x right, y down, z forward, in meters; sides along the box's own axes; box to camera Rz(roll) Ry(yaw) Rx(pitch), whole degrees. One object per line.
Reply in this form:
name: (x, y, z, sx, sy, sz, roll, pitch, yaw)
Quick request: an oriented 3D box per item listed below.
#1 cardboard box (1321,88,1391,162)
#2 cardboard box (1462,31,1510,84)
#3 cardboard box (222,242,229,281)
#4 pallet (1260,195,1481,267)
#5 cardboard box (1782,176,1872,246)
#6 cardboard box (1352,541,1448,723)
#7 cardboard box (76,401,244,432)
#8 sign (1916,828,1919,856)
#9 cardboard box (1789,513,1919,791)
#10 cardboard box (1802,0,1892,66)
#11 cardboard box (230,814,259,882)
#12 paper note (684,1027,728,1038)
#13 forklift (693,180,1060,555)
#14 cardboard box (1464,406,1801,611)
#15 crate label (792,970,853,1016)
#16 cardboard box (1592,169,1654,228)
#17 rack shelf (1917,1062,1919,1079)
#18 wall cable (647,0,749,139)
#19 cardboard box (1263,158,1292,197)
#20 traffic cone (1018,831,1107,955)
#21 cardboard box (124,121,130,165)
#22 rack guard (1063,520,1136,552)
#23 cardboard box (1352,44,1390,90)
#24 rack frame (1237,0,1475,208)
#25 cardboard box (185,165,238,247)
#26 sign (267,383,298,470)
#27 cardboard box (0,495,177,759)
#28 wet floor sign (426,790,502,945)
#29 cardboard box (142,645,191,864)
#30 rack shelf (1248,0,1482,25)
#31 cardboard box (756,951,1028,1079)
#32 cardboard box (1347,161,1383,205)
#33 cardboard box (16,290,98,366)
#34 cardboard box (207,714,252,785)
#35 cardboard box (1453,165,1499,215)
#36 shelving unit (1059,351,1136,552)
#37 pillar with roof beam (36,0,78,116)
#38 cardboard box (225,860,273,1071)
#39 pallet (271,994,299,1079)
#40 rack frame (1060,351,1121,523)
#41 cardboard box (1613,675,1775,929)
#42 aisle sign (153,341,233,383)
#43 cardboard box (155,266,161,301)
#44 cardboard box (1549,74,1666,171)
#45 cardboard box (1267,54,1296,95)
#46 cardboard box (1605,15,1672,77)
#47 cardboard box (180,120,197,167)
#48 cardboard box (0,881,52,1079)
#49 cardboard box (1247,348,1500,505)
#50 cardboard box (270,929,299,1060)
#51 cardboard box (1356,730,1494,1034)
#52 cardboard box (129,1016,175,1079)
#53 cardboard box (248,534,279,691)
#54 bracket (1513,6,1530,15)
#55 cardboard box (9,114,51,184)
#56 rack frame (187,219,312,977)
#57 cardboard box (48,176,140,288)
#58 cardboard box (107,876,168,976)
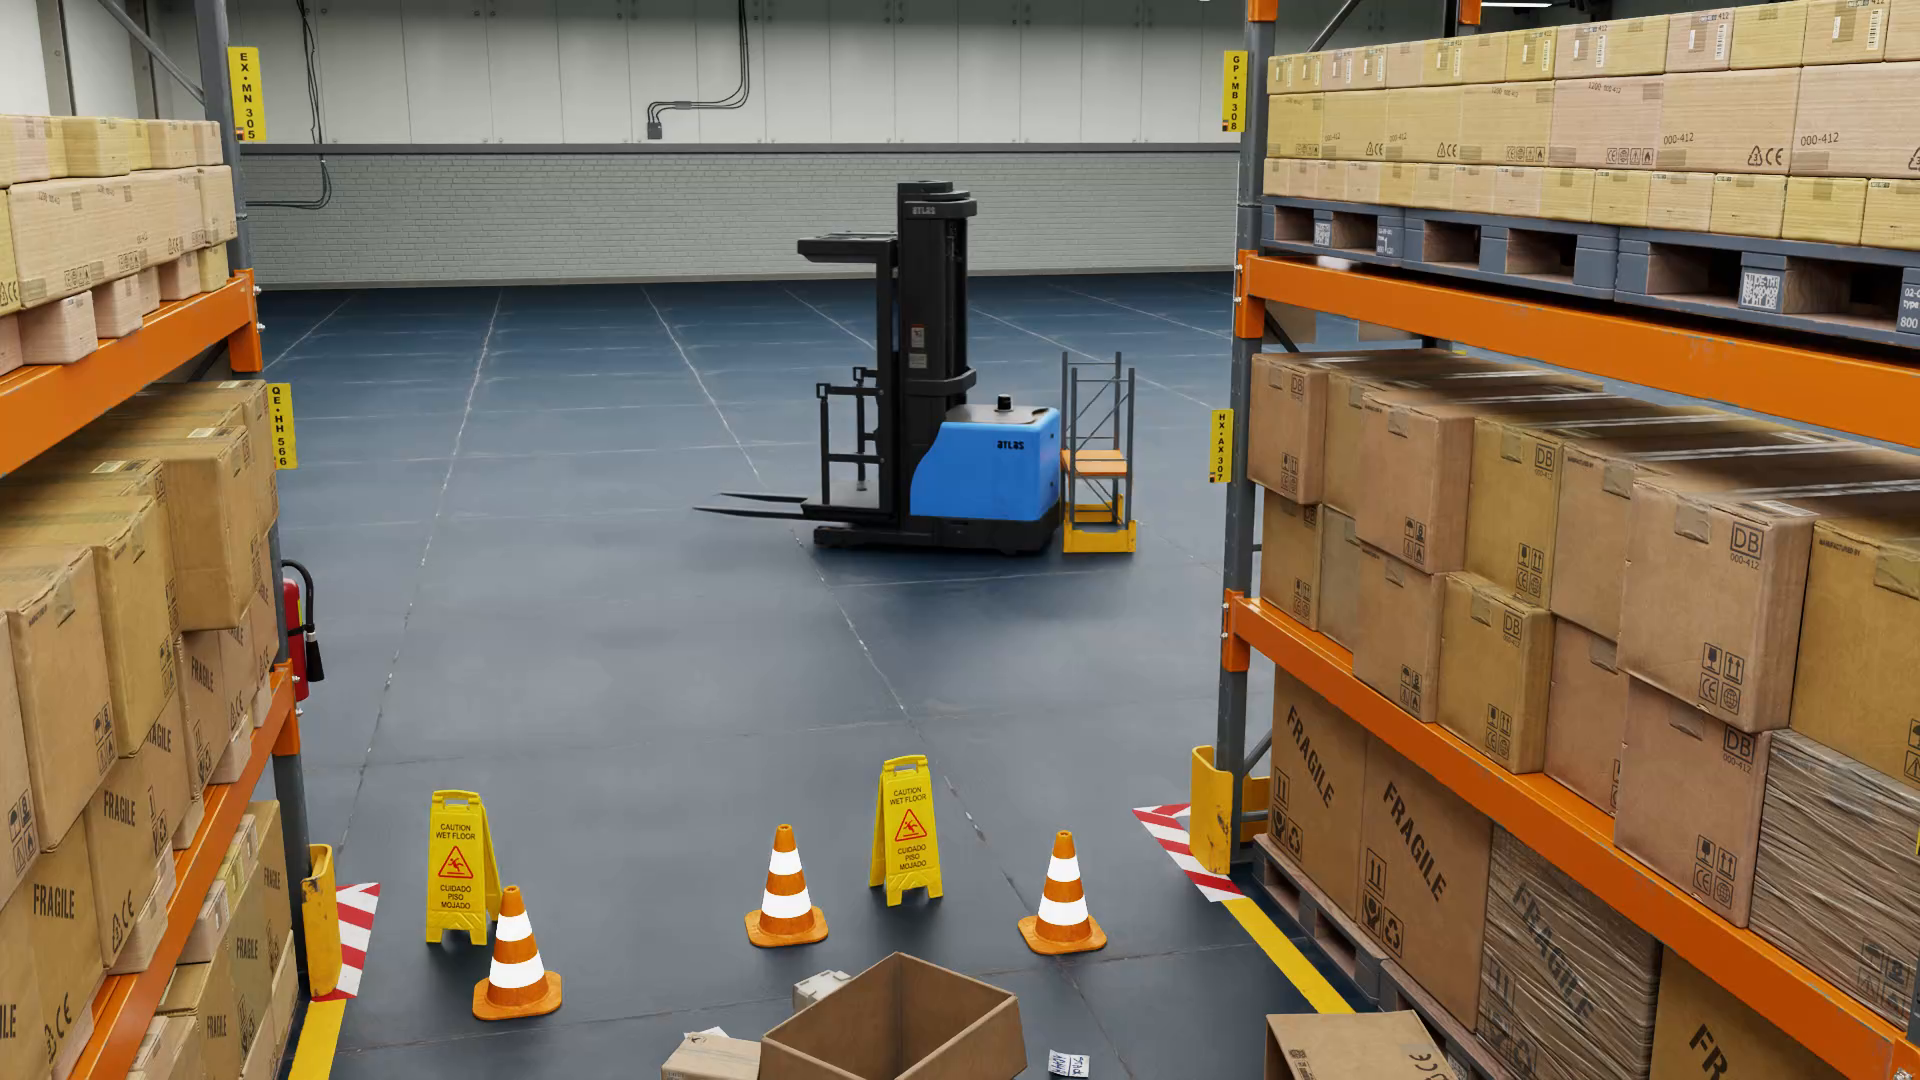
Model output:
cardboard box: (1.673, -1.522, 6.109, 0.500, 0.250, 0.500, -3, 14, -14)
cardboard box: (1.816, -1.511, 5.226, 0.380, 0.149, 0.250, -3, 14, -12)
cardboard box: (-2.743, -0.952, 5.714, 0.380, 0.149, 0.250, -3, 14, -13)
pallet: (1.873, -1.227, 6.494, 1.003, 0.211, 1.213, -3, 14, -13)
cardboard box: (2.173, -0.772, 3.882, 0.380, 0.149, 0.250, -3, 14, -12)
cardboard box: (1.980, 0.289, 6.108, 0.875, 0.550, 0.550, -3, 14, -13)
cardboard box: (-2.655, -0.140, 5.235, 0.700, 0.500, 0.500, -3, 14, -13)
sign: (2.089, 0.512, 3.521, 0.100, 0.325, 0.005, -3, 14, -13)
cardboard box: (2.575, 0.255, 3.971, 0.875, 0.550, 0.550, -3, 14, -13)
cardboard box: (2.173, -1.160, 3.790, 0.380, 0.149, 0.250, -3, 14, -13)
cardboard box: (-2.506, 1.020, 5.395, 0.380, 0.149, 0.250, -3, 14, -12)
paper note: (-0.942, 1.865, 6.227, 0.148, 0.019, 0.142, -9, 16, -33)
forklift: (-0.722, -1.470, 13.767, 3.031, 2.935, 1.130, 3, 14, 13)
cardboard box: (2.208, -0.119, 5.504, 0.875, 0.550, 0.500, -3, 14, -13)
crate label: (-0.500, 1.772, 6.387, 0.250, 0.136, 0.298, -13, 19, -42)
cardboard box: (1.993, -0.949, 4.603, 0.380, 0.149, 0.250, -3, 14, -12)
rack shelf: (3.098, 1.750, 1.958, 1.077, 0.370, 4.000, -3, 14, -13)
wall cable: (-5.856, -11.962, 36.761, 2.305, 6.003, 0.169, -3, 14, -13)
cardboard box: (1.458, -1.474, 6.753, 0.380, 0.149, 0.250, -3, 14, -13)
traffic cone: (0.433, 1.451, 7.014, 0.336, 0.463, 0.334, -3, 14, -13)
cardboard box: (-2.572, -1.107, 4.667, 0.380, 0.149, 0.250, -3, 14, -13)
rack guard: (1.136, -0.032, 13.533, 0.587, 0.250, 0.087, 0, 14, -1)
cardboard box: (1.635, -1.688, 5.950, 0.380, 0.149, 0.250, -3, 14, -13)
rack frame: (1.689, -2.897, 6.826, 1.000, 3.000, 0.127, -3, 14, -13)
cardboard box: (-2.717, -1.110, 5.518, 0.500, 0.250, 0.500, -3, 14, -14)
sign: (-2.555, -0.426, 6.246, 0.100, 0.325, 0.005, -3, 14, -13)
cardboard box: (-2.242, 0.210, 3.803, 0.700, 0.500, 0.500, -4, 14, -14)
wet floor sign: (-2.103, 1.356, 7.016, 0.267, 0.644, 0.232, 2, 14, 6)
cardboard box: (-2.376, 0.582, 4.386, 0.500, 0.500, 0.500, -3, 14, -13)
rack shelf: (2.159, -1.892, 5.070, 1.077, 0.370, 4.000, -3, 14, -13)
cardboard box: (-0.226, 1.793, 5.529, 0.637, 0.503, 0.797, 10, 17, 35)
cardboard box: (1.637, -1.299, 6.037, 0.380, 0.149, 0.250, -3, 14, -13)
cardboard box: (-2.212, -0.484, 3.798, 0.380, 0.149, 0.250, -4, 14, -14)
cardboard box: (-2.507, 0.683, 5.342, 0.380, 0.149, 0.250, -3, 14, -12)
cardboard box: (1.815, -1.124, 5.321, 0.380, 0.149, 0.250, -3, 14, -13)
shelving unit: (1.131, -0.758, 13.868, 0.587, 1.500, 1.083, 0, 14, -1)
pillar with roof beam: (-10.087, -7.886, 27.247, 9.100, 9.000, 0.400, -3, 14, -13)
cardboard box: (-2.531, 1.374, 5.312, 0.500, 0.500, 0.500, -3, 14, -11)
pallet: (-2.925, 1.878, 5.797, 1.003, 0.211, 1.213, -3, 14, -13)
rack frame: (1.125, -0.881, 14.371, 0.500, 1.500, 0.032, 0, 14, -1)
cardboard box: (2.379, 0.657, 4.603, 0.875, 0.550, 0.550, -3, 14, -13)
aisle sign: (-2.832, -0.977, 6.129, 0.394, 0.787, 0.004, -3, 14, -13)
cardboard box: (-2.629, -0.771, 4.973, 0.380, 0.149, 0.250, -3, 14, -13)
cardboard box: (2.029, -1.173, 4.682, 0.500, 0.250, 0.500, -3, 14, -14)
cardboard box: (1.458, -1.864, 6.668, 0.380, 0.149, 0.250, -3, 14, -13)
cardboard box: (1.994, -1.336, 4.508, 0.380, 0.149, 0.250, -3, 14, -13)
cardboard box: (-2.709, -1.283, 5.388, 0.380, 0.149, 0.250, -3, 14, -12)
cardboard box: (-1.992, 0.929, 2.968, 0.500, 0.500, 0.500, -3, 14, -13)
cardboard box: (1.738, -0.493, 7.033, 0.875, 0.550, 0.550, -3, 14, -13)
cardboard box: (-2.642, 1.625, 5.865, 0.500, 0.250, 0.500, -3, 14, -13)
cardboard box: (2.121, 1.201, 6.285, 0.875, 0.875, 0.875, -4, 14, -14)
cardboard box: (-2.195, 1.327, 4.136, 0.380, 0.149, 0.250, -2, 14, -10)
cardboard box: (-2.704, 0.233, 5.816, 0.500, 0.500, 0.500, -4, 14, -14)
bracket: (13.939, -13.158, 41.238, 0.235, 0.232, 0.430, -3, 14, -13)
cardboard box: (-2.275, -0.872, 3.705, 0.380, 0.149, 0.250, -3, 14, -14)
rack frame: (-3.099, 0.316, 6.313, 1.000, 3.000, 0.127, -3, 14, -13)
cardboard box: (-2.353, -0.758, 4.078, 0.500, 0.250, 0.500, -3, 14, -13)
cardboard box: (-2.213, 0.975, 4.147, 0.380, 0.149, 0.250, -3, 14, -13)
